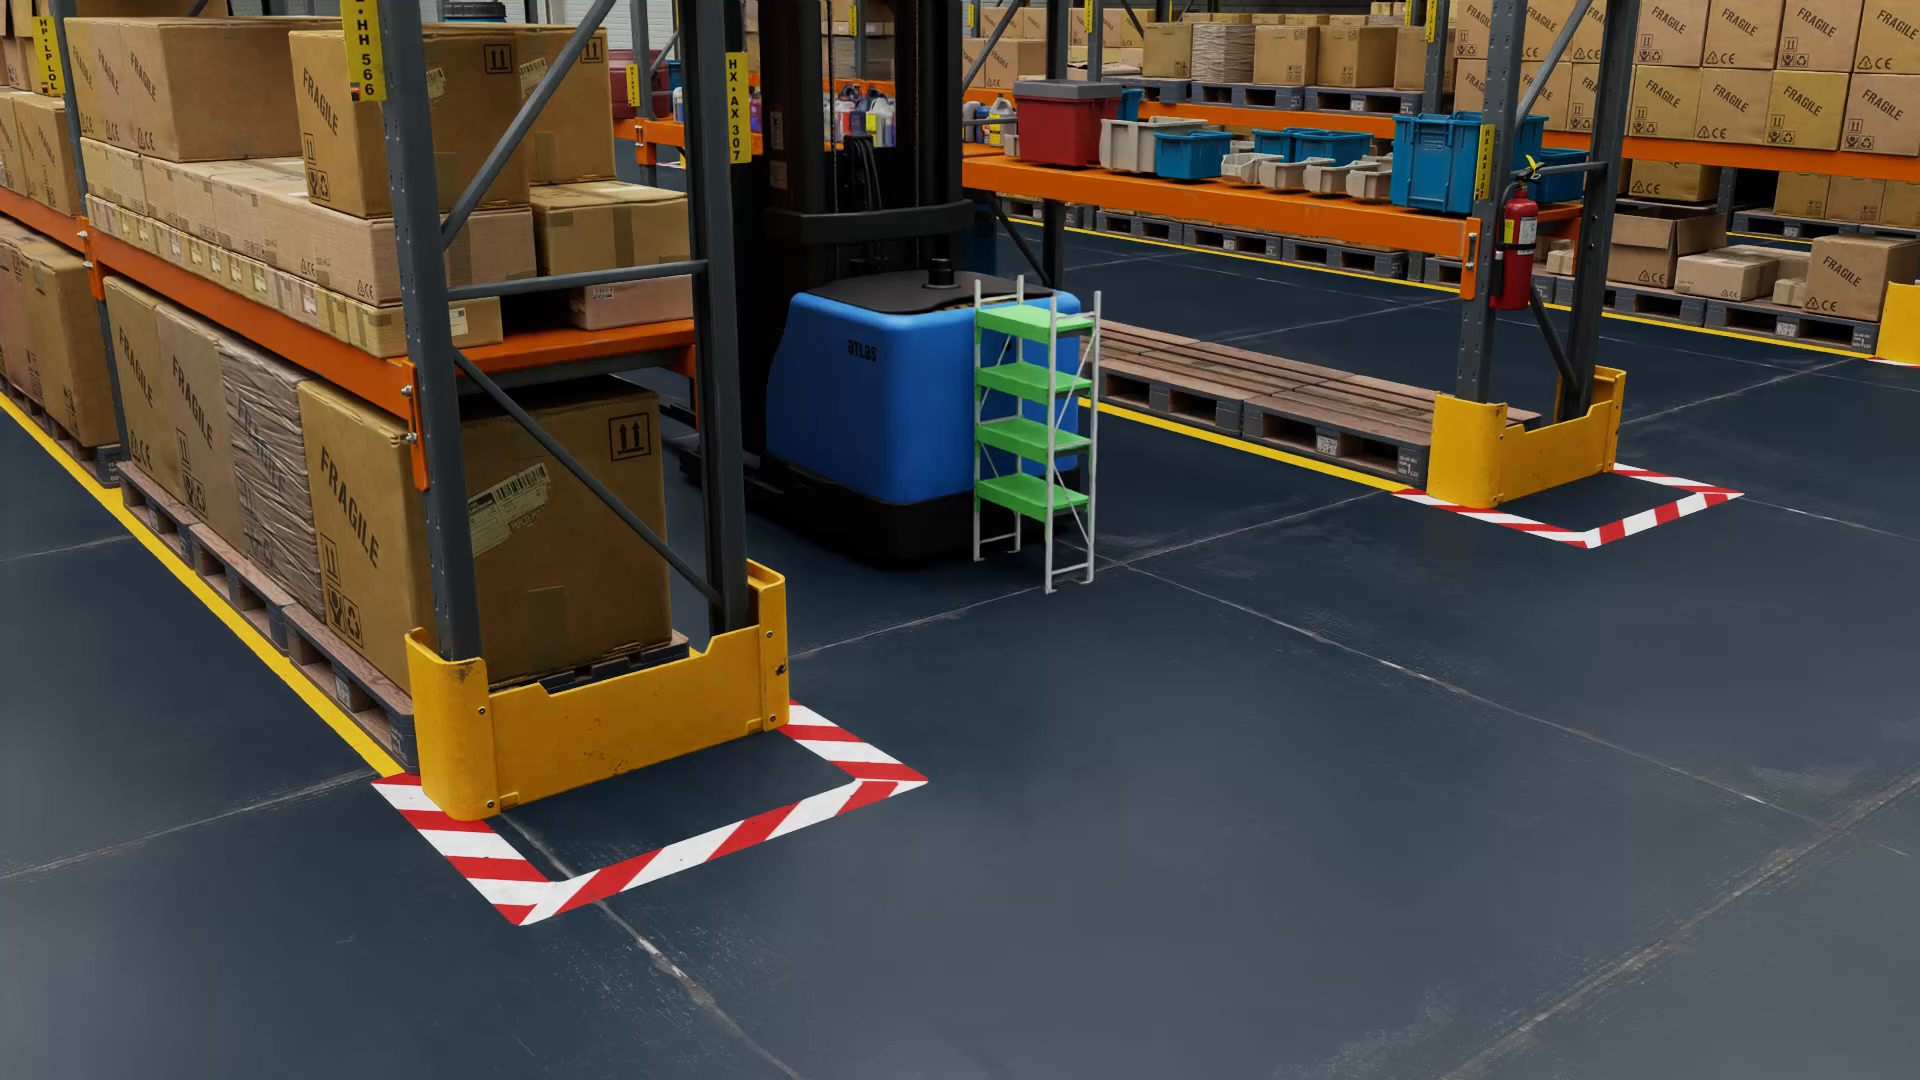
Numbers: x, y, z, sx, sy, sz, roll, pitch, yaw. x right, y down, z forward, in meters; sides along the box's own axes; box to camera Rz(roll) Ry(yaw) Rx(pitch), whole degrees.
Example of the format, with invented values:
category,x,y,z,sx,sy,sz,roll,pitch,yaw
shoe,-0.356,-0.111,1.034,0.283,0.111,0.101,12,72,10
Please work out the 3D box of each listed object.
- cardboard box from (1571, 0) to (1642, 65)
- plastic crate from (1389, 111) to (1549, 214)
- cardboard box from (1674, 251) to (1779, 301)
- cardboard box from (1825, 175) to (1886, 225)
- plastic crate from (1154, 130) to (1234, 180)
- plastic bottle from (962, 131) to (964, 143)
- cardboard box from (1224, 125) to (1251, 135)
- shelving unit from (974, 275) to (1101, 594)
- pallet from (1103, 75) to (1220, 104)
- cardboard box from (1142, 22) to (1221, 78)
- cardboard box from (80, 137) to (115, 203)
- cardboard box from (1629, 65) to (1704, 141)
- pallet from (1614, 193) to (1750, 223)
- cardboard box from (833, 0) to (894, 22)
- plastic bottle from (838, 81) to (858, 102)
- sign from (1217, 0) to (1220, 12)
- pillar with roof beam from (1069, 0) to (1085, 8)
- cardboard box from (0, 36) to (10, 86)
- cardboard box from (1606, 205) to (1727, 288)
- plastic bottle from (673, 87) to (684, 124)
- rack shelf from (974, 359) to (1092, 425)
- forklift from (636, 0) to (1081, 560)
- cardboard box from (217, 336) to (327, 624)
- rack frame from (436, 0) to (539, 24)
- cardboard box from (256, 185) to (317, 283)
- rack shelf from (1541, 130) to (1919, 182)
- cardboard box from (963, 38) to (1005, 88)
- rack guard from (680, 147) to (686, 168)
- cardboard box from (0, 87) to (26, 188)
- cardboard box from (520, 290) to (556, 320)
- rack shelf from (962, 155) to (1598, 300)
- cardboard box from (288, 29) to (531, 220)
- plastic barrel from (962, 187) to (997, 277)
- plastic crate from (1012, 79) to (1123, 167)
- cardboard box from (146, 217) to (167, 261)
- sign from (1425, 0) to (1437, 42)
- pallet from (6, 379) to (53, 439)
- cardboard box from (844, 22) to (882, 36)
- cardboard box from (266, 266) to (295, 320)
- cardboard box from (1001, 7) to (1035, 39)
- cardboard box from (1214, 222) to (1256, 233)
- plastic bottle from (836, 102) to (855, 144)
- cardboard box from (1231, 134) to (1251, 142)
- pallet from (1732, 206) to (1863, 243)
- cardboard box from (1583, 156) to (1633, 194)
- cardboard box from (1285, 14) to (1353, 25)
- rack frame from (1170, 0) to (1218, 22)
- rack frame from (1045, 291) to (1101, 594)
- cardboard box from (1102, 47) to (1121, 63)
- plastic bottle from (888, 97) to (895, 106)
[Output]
category,x,y,z,sx,sy,sz,roll,pitch,yaw
cardboard box,4.875,-3.768,12.220,0.500,0.500,0.500,-15,23,-38
plastic crate,2.408,-1.810,7.906,0.616,0.435,0.499,-14,23,-36
cardboard box,5.550,-1.914,12.046,0.500,0.250,0.500,-14,23,-36
cardboard box,8.738,-3.322,15.932,0.700,0.500,0.500,-14,23,-37
plastic crate,1.286,-2.124,9.176,0.416,0.233,0.300,-14,23,-36
plastic bottle,-0.024,-2.860,11.544,0.097,0.201,0.097,0,18,0
cardboard box,3.908,-5.336,21.982,0.700,0.500,0.500,-15,23,-37
shelving unit,0.302,-0.436,6.772,0.258,1.200,0.503,-13,22,-34
pallet,2.156,-4.412,16.219,1.213,0.211,1.003,-14,23,-36
cardboard box,2.160,-4.770,16.168,0.500,0.500,0.700,11,21,30
cardboard box,-3.518,-1.641,7.312,0.500,0.250,0.500,-14,23,-37
cardboard box,5.213,-3.165,11.990,0.500,0.500,0.500,-14,23,-37
pallet,7.507,-3.490,17.566,1.003,0.211,1.213,-14,23,-36
cardboard box,-1.084,-6.413,19.736,0.700,0.500,0.500,-14,23,-36
plastic bottle,-0.844,-3.322,12.700,0.144,0.351,0.185,-14,23,-36
sign,3.510,-7.268,22.699,0.100,0.325,0.005,-14,23,-36
pillar with roof beam,-1.668,-9.599,22.037,9.100,9.000,0.400,-14,23,-36
cardboard box,-5.244,-2.903,9.603,0.797,0.503,0.637,-13,23,-35
cardboard box,5.334,-2.232,12.604,0.797,0.503,0.637,-14,23,-36
plastic bottle,-2.190,-3.462,13.242,0.152,0.276,0.135,-14,23,-36
rack shelf,0.302,-0.604,6.716,0.258,0.148,0.480,-13,22,-34
forklift,-0.734,-1.711,7.866,1.130,2.935,3.031,-13,22,-34
cardboard box,-2.146,-0.309,6.237,0.875,0.875,0.875,-14,23,-36
rack frame,-4.689,-4.676,16.712,1.000,3.000,0.127,-14,23,-36
cardboard box,-1.944,-1.015,5.422,0.500,0.250,0.500,-14,23,-37
rack shelf,5.406,-2.836,12.300,1.077,0.370,4.000,-14,23,-36
cardboard box,0.299,-5.244,18.267,0.500,0.500,0.500,-14,23,-36
rack guard,-3.302,-5.447,23.016,1.175,0.500,0.348,-14,23,-36
cardboard box,-5.047,-2.223,9.144,0.500,0.500,0.500,-14,23,-36
cardboard box,-1.243,-0.848,5.551,0.380,0.149,0.250,-14,23,-37
rack shelf,1.520,-1.870,9.384,1.077,0.370,4.000,-14,23,-36
cardboard box,-1.629,-1.247,4.929,0.500,0.500,0.500,-14,23,-35
plastic barrel,-0.046,-2.045,11.438,0.600,0.901,0.708,-14,23,-36
plastic crate,0.636,-2.495,9.927,0.402,0.464,0.583,-14,23,-36
cardboard box,-3.030,-1.224,6.687,0.380,0.149,0.250,-14,23,-37
sign,3.731,-4.111,13.164,0.100,0.325,0.005,-14,23,-36
pallet,-4.904,-0.891,9.716,1.003,0.211,1.213,-14,23,-36
cardboard box,-1.140,-6.022,19.587,0.380,0.149,0.250,-14,23,-36
cardboard box,-2.072,-0.844,5.540,0.380,0.149,0.250,-13,23,-35
cardboard box,0.954,-7.590,24.525,0.500,0.500,0.500,-14,23,-36
cardboard box,2.704,-3.130,15.321,0.500,0.500,0.500,-15,23,-38
plastic bottle,-0.759,-2.894,11.528,0.152,0.276,0.135,-14,23,-36
cardboard box,2.483,-3.837,16.261,0.500,0.250,0.500,-13,22,-34
pallet,8.456,-3.112,16.425,1.003,0.211,1.213,-14,23,-36
cardboard box,6.985,-4.170,17.937,0.750,0.750,0.750,-13,22,-34
cardboard box,4.470,-6.297,20.748,0.700,0.500,0.500,-14,23,-36
rack frame,3.078,-6.610,22.552,1.000,3.000,0.127,-14,23,-36
rack frame,0.445,-0.374,6.584,0.240,1.200,0.015,-13,22,-34
cardboard box,2.243,-6.730,23.121,0.500,0.250,0.500,-14,23,-36
plastic bottle,-0.436,-2.872,11.343,0.144,0.351,0.185,-14,23,-36
